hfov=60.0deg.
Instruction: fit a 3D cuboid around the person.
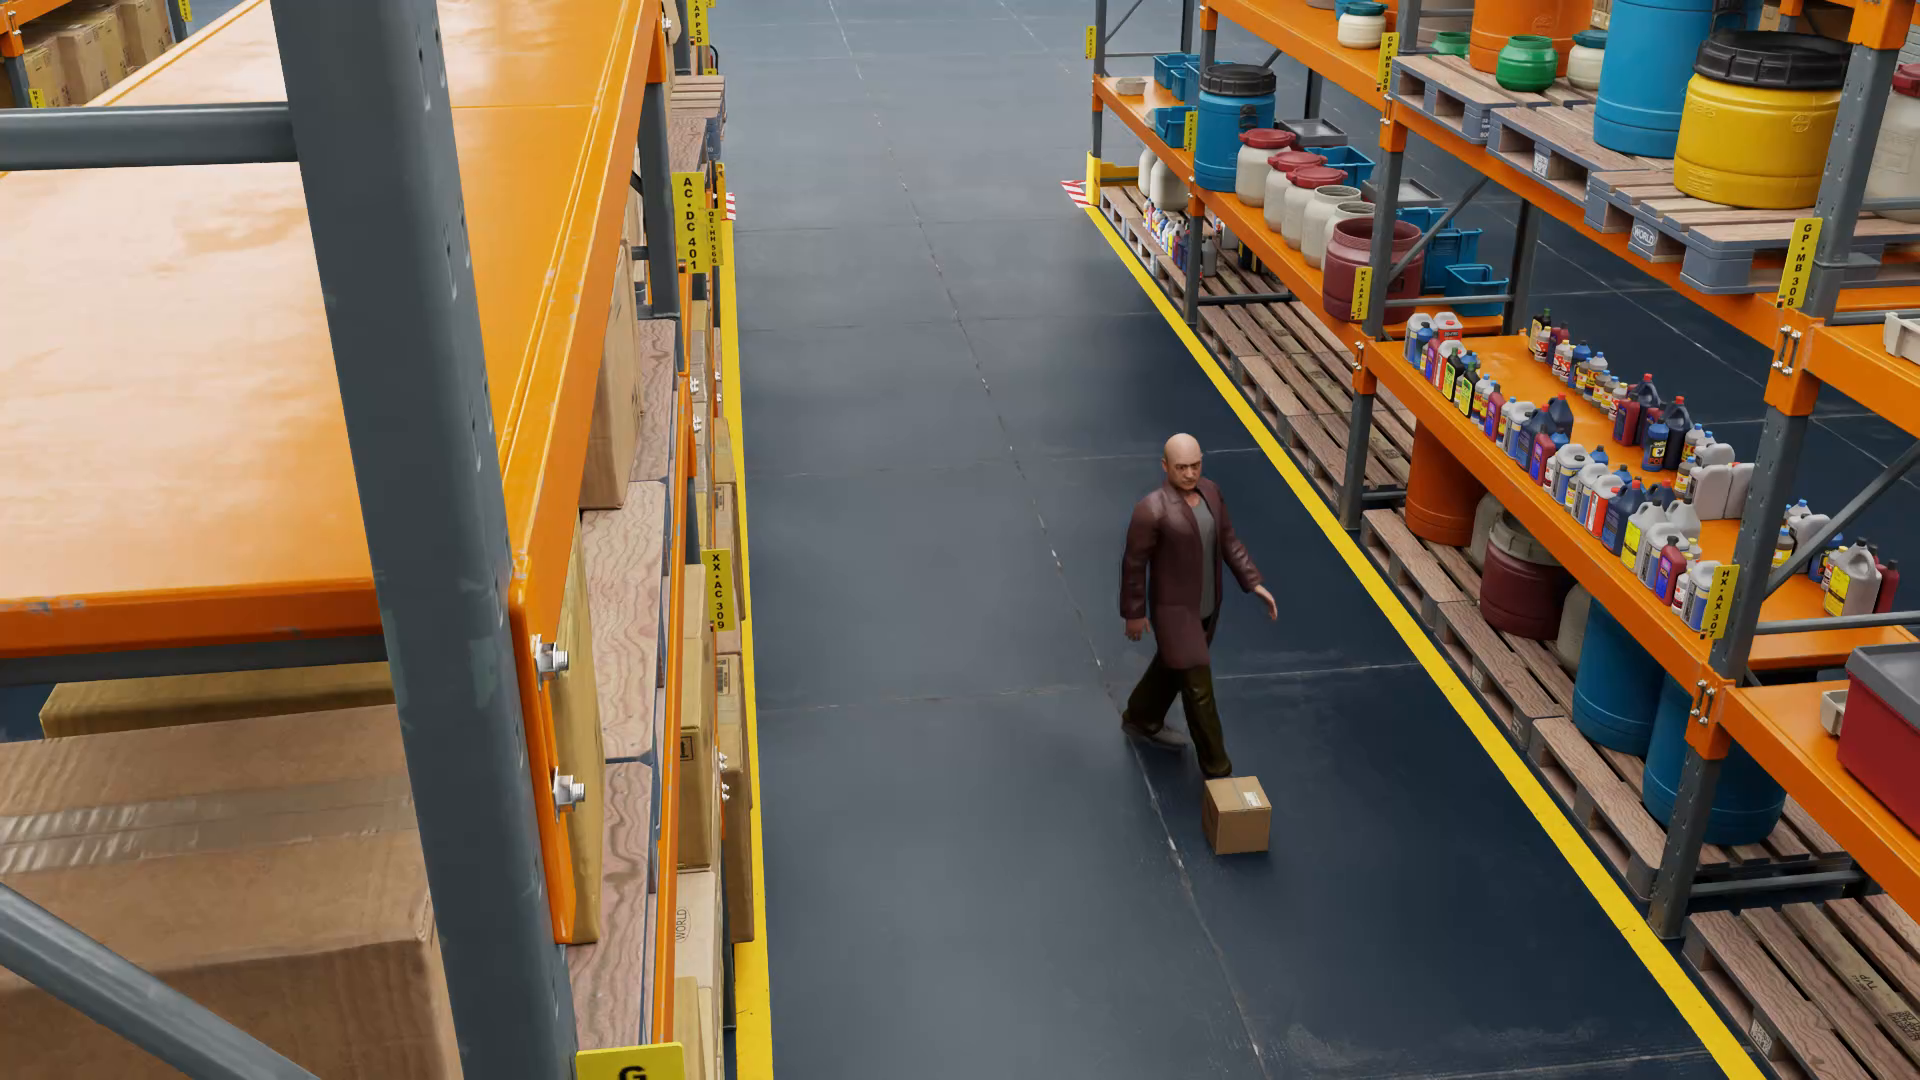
[{"bbox_3d":[1.155,0.394,7.944,0.899,1.668,0.606,22,34,37],"label":"person"}]
